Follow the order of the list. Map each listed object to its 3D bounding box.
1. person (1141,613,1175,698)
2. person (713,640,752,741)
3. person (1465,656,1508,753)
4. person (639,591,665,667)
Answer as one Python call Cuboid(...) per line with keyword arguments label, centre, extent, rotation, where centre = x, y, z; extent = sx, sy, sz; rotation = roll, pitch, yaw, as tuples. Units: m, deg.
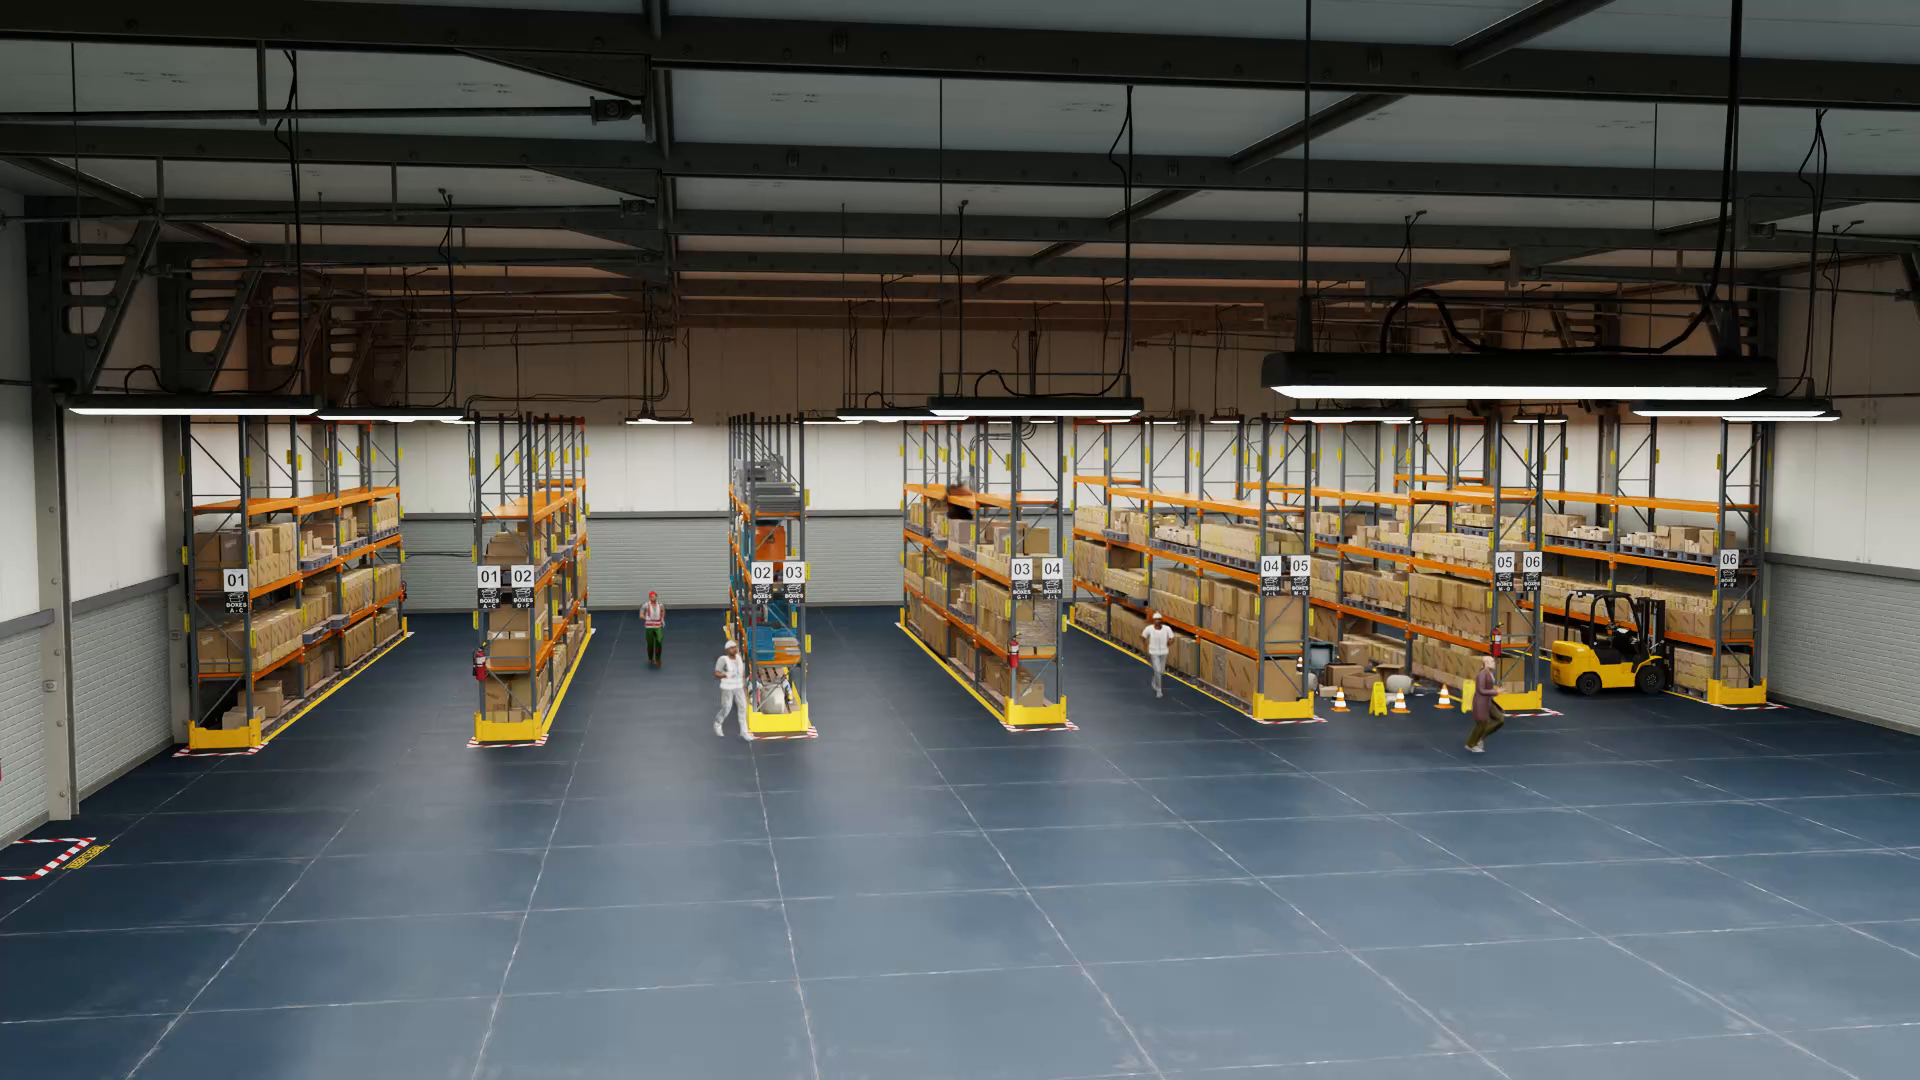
Cuboid(label="person", centre=(4.240, 2.432, 35.464), extent=(0.685, 1.775, 0.900), rotation=(0, 4, -6))
Cuboid(label="person", centre=(-4.190, 2.745, 30.433), extent=(0.867, 1.815, 0.685), rotation=(4, 5, 44))
Cuboid(label="person", centre=(9.193, 2.895, 29.033), extent=(0.794, 1.682, 0.759), rotation=(3, 5, 39))
Cuboid(label="person", centre=(-7.359, 2.128, 39.858), extent=(0.636, 1.823, 0.763), rotation=(-1, 4, -18))
